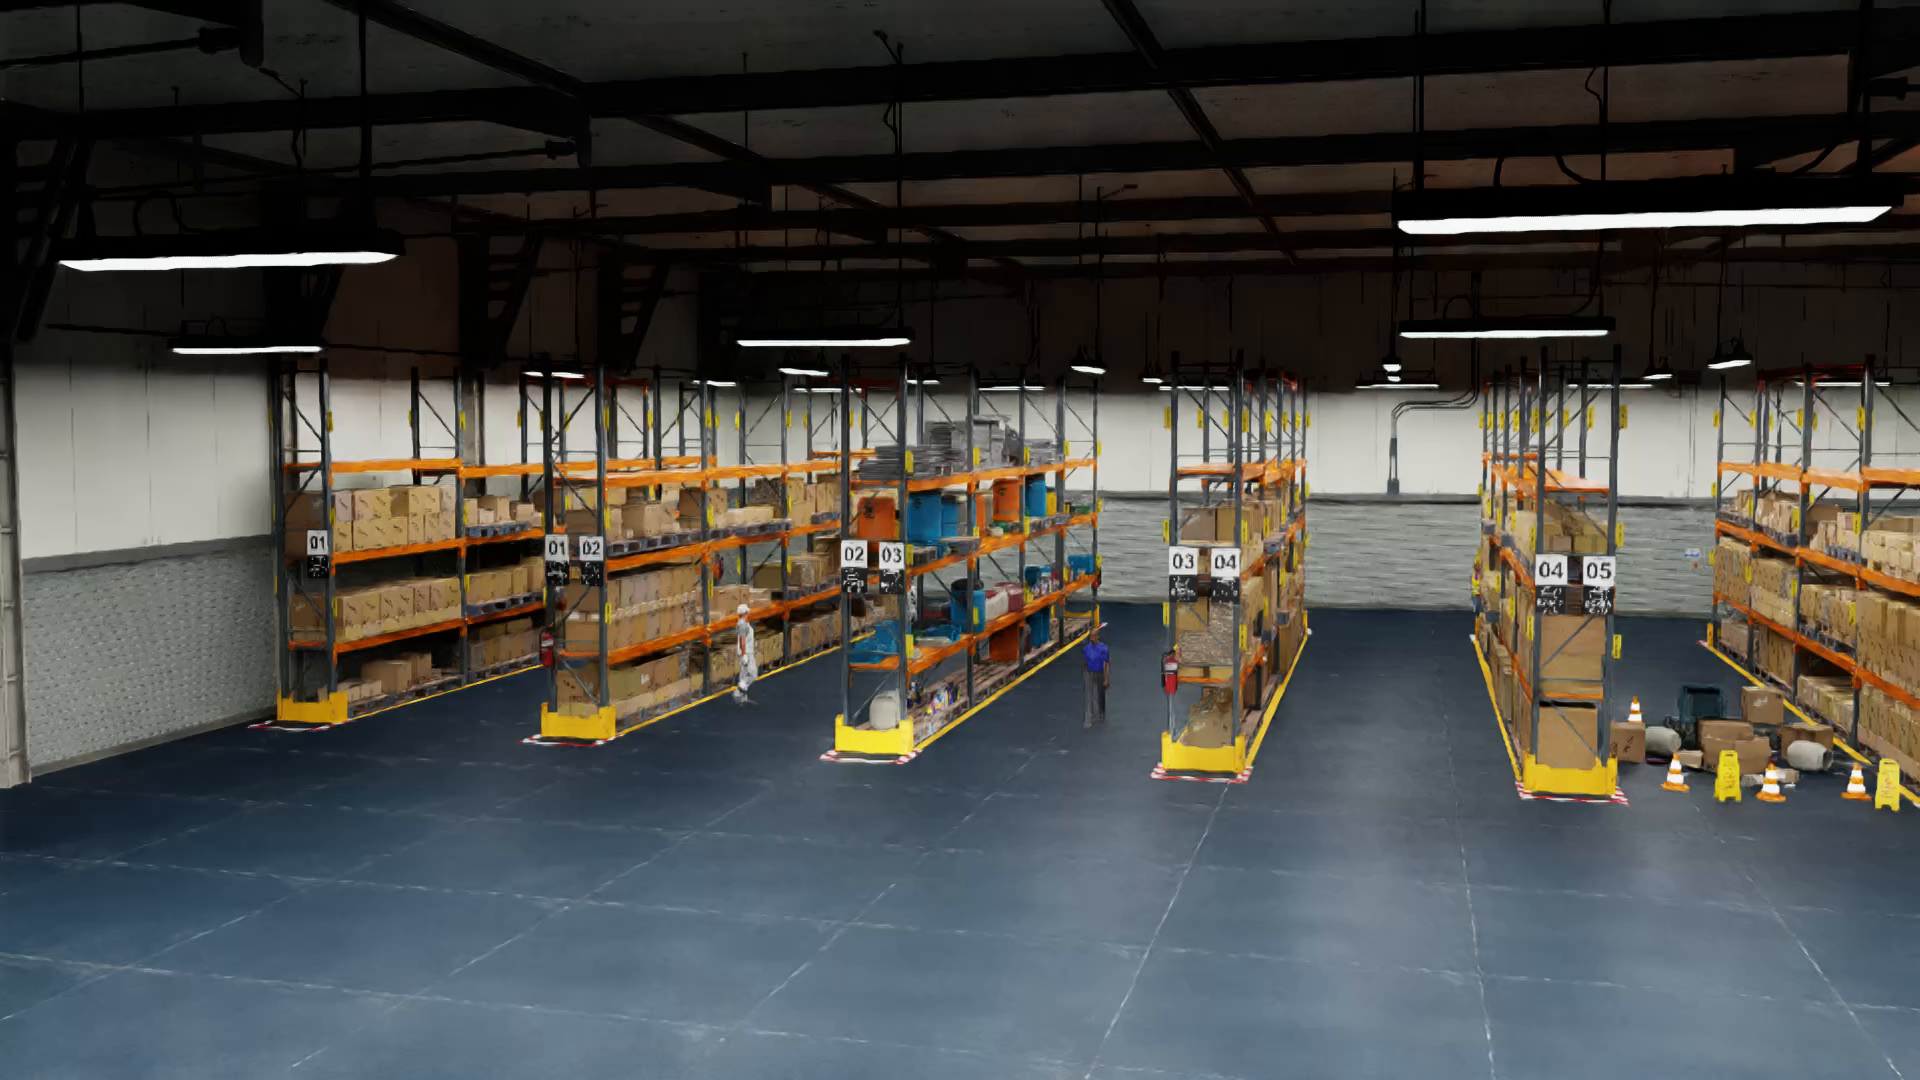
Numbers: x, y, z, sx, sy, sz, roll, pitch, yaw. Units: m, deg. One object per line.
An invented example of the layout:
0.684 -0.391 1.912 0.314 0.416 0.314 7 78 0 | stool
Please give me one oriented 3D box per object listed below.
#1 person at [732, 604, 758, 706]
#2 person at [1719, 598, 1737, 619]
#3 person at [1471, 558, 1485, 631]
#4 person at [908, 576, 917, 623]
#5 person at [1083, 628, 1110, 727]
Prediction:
-3.783 2.015 29.114 0.444 1.786 0.598 -1 4 -11 | person
18.375 1.311 39.727 0.406 1.658 0.576 -2 4 -23 | person
12.413 1.291 39.498 0.581 1.756 0.613 -3 5 -38 | person
-1.068 1.570 36.334 0.500 1.624 0.997 1 4 14 | person
2.240 2.236 27.277 0.461 1.596 0.999 1 4 13 | person
